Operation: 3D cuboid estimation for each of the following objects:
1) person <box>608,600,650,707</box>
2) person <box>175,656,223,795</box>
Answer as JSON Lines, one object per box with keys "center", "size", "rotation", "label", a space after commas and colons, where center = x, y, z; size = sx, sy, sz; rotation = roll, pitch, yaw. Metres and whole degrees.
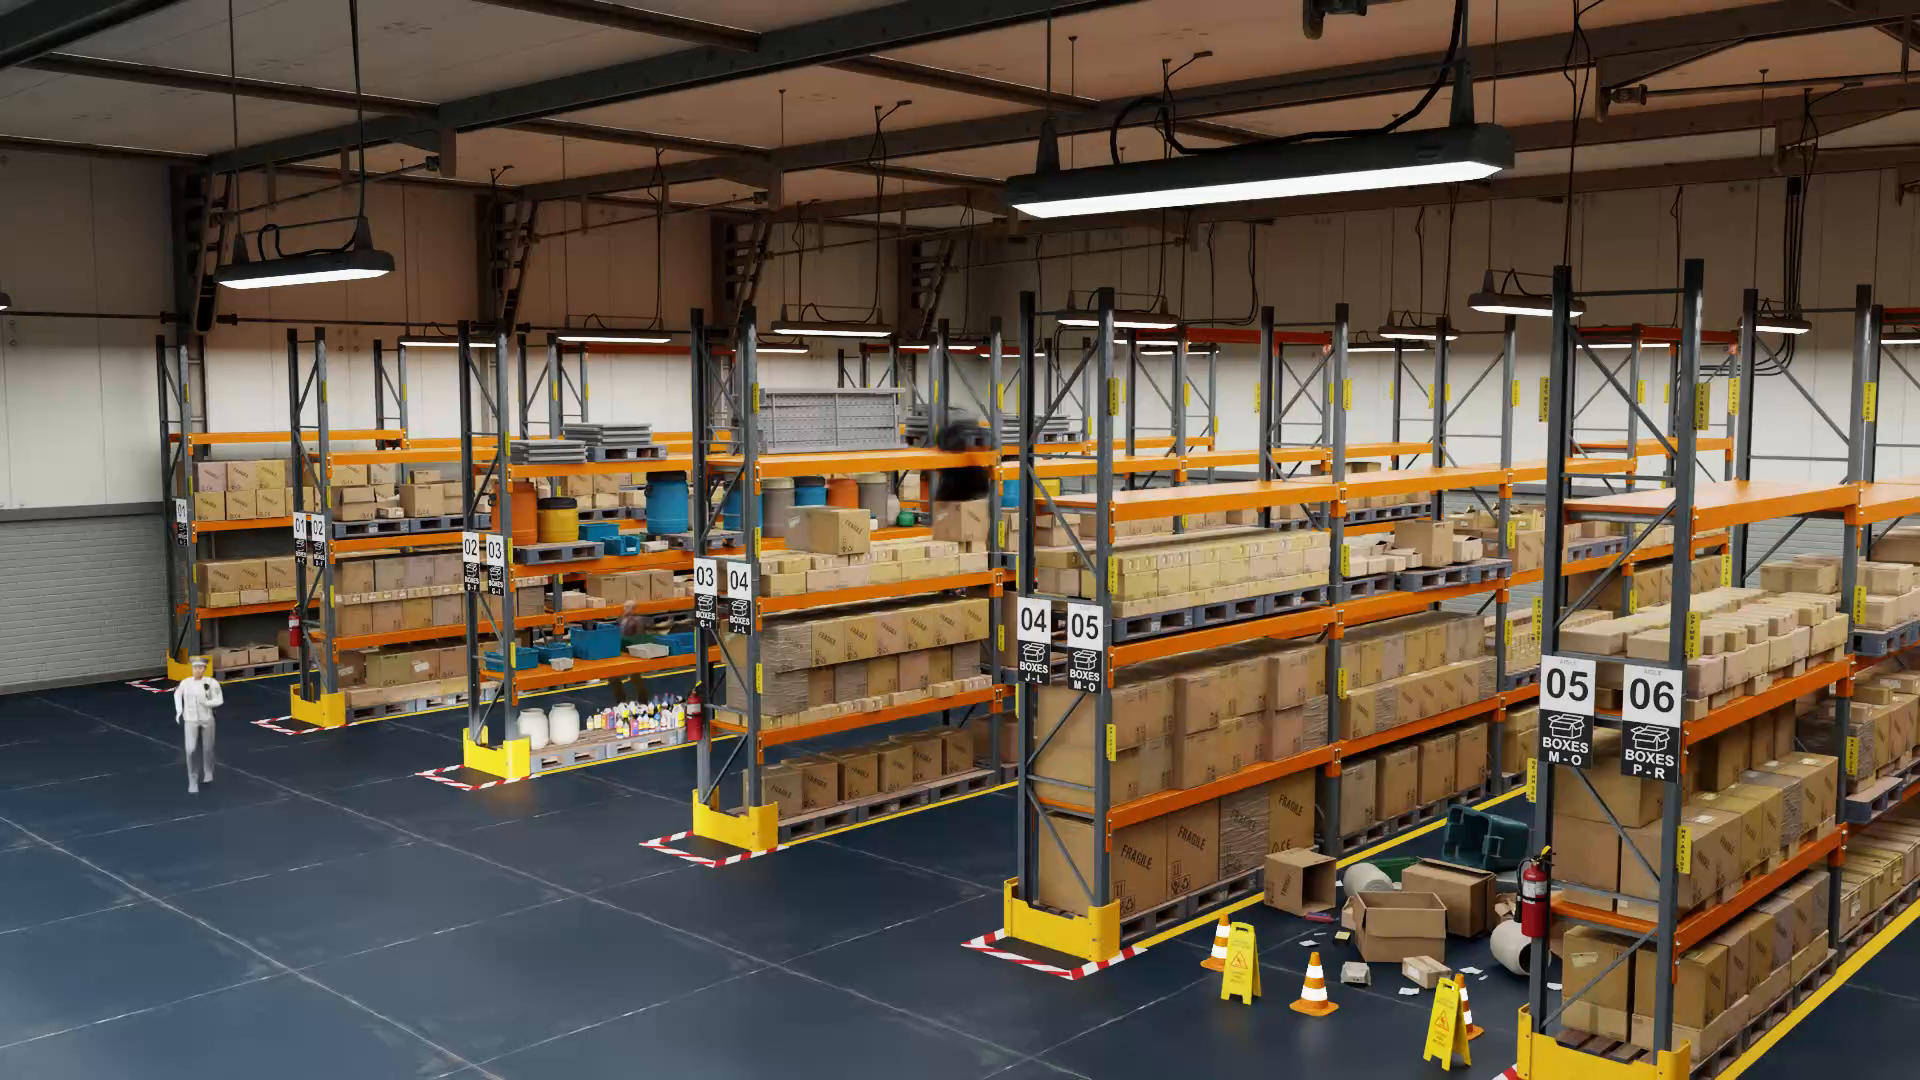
{"center": [-5.182, 1.847, 25.996], "size": [0.670, 1.834, 0.809], "rotation": [3, 6, 28], "label": "person"}
{"center": [-9.675, 2.340, 21.161], "size": [0.578, 1.749, 0.717], "rotation": [-2, 6, -22], "label": "person"}
